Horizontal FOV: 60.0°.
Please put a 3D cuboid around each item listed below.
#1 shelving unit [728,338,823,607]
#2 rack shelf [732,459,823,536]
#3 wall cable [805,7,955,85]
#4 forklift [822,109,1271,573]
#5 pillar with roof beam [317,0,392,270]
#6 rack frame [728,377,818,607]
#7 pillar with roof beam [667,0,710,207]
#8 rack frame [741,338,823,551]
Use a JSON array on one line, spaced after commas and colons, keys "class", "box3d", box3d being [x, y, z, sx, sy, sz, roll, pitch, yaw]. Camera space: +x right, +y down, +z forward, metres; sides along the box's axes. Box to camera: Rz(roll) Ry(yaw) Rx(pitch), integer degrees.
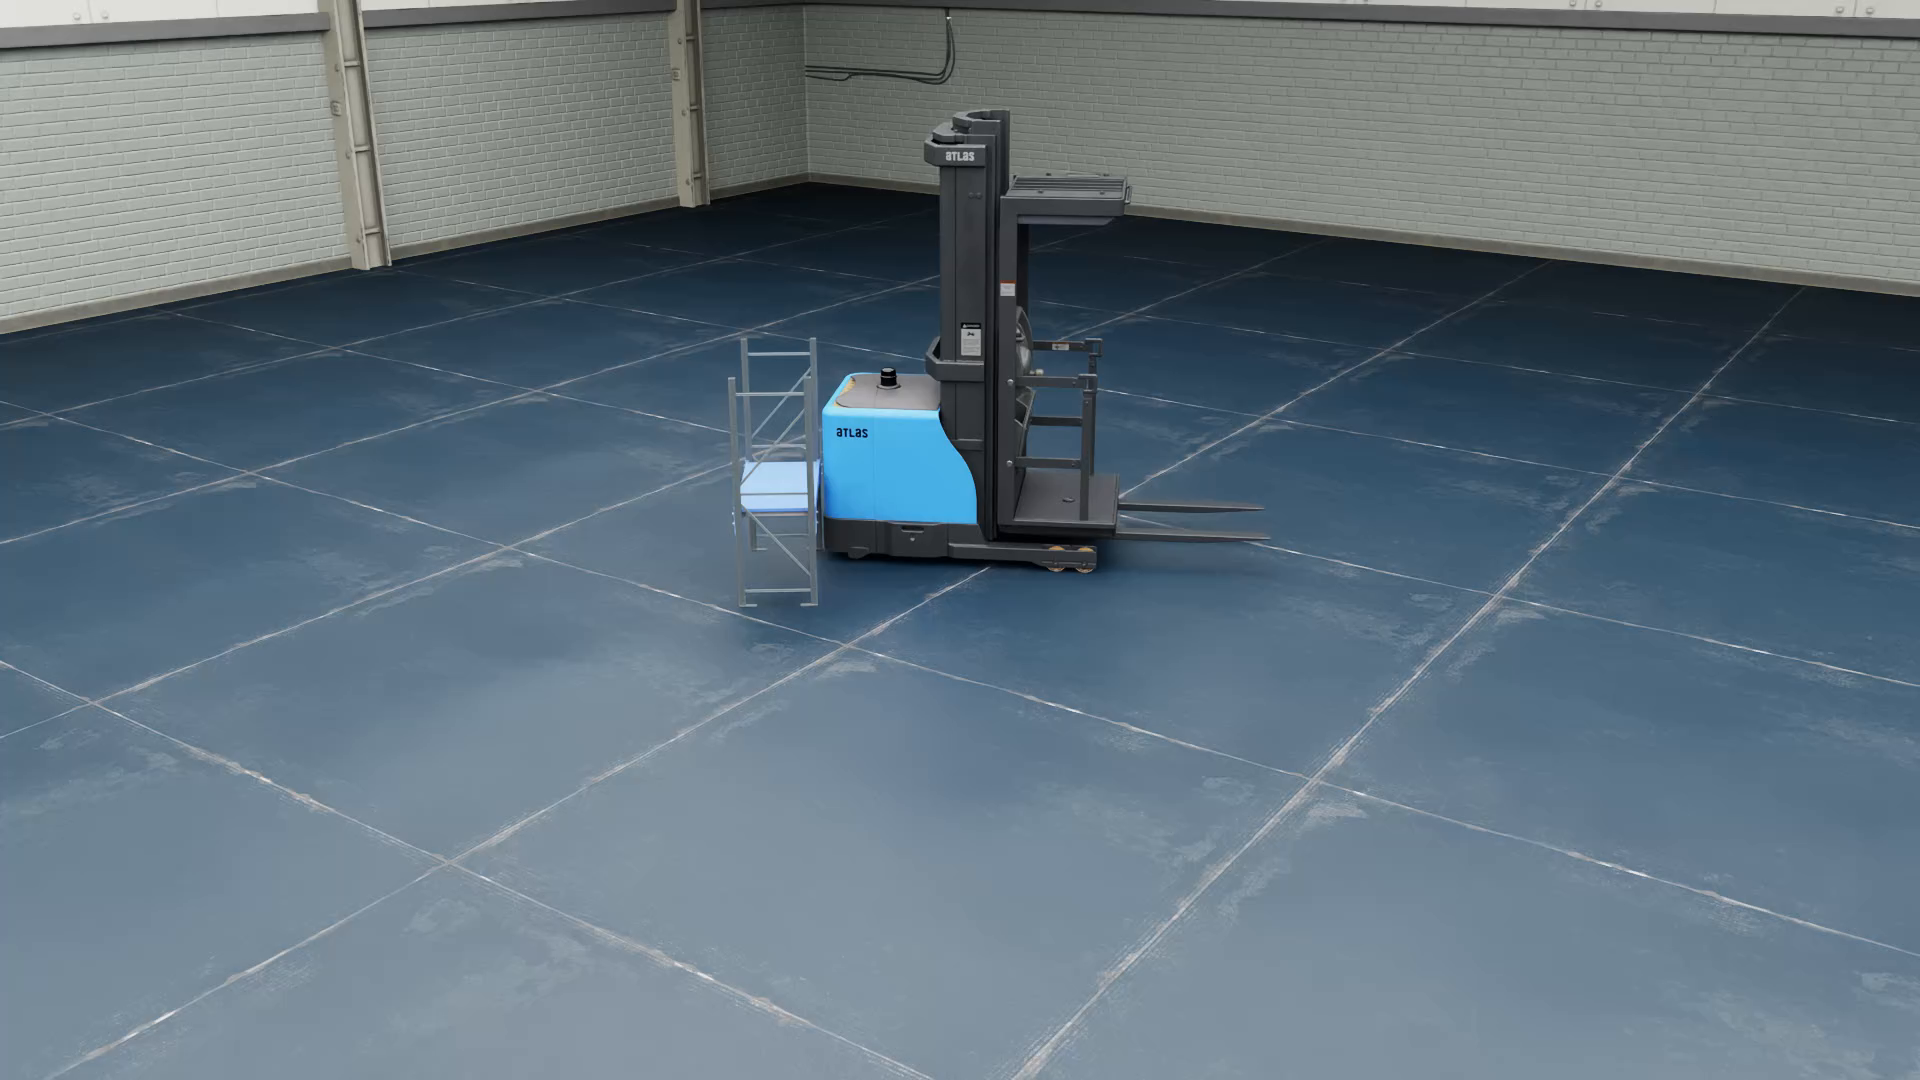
[{"class": "shelving unit", "box3d": [-1.184, -0.460, 10.846, 0.538, 1.500, 1.048, -1, 20, -3]}, {"class": "rack shelf", "box3d": [-1.184, -0.291, 10.908, 0.538, 0.185, 1.000, -1, 20, -3]}, {"class": "wall cable", "box3d": [-1.377, -8.561, 26.413, 3.097, 2.526, 0.112, 13, 24, 32]}, {"class": "forklift", "box3d": [0.619, -1.350, 11.190, 3.031, 2.935, 1.130, 2, 20, 6]}, {"class": "pillar with roof beam", "box3d": [-3.939, -6.868, 17.362, 9.100, 9.000, 0.400, 13, 24, 32]}, {"class": "rack frame", "box3d": [-1.159, -0.283, 10.369, 0.500, 1.500, 0.032, -1, 20, -3]}, {"class": "pillar with roof beam", "box3d": [-0.566, -8.590, 22.016, 9.100, 9.000, 0.400, 13, 24, 32]}, {"class": "rack frame", "box3d": [-1.208, -0.636, 11.322, 0.500, 1.500, 0.032, -1, 20, -3]}]
